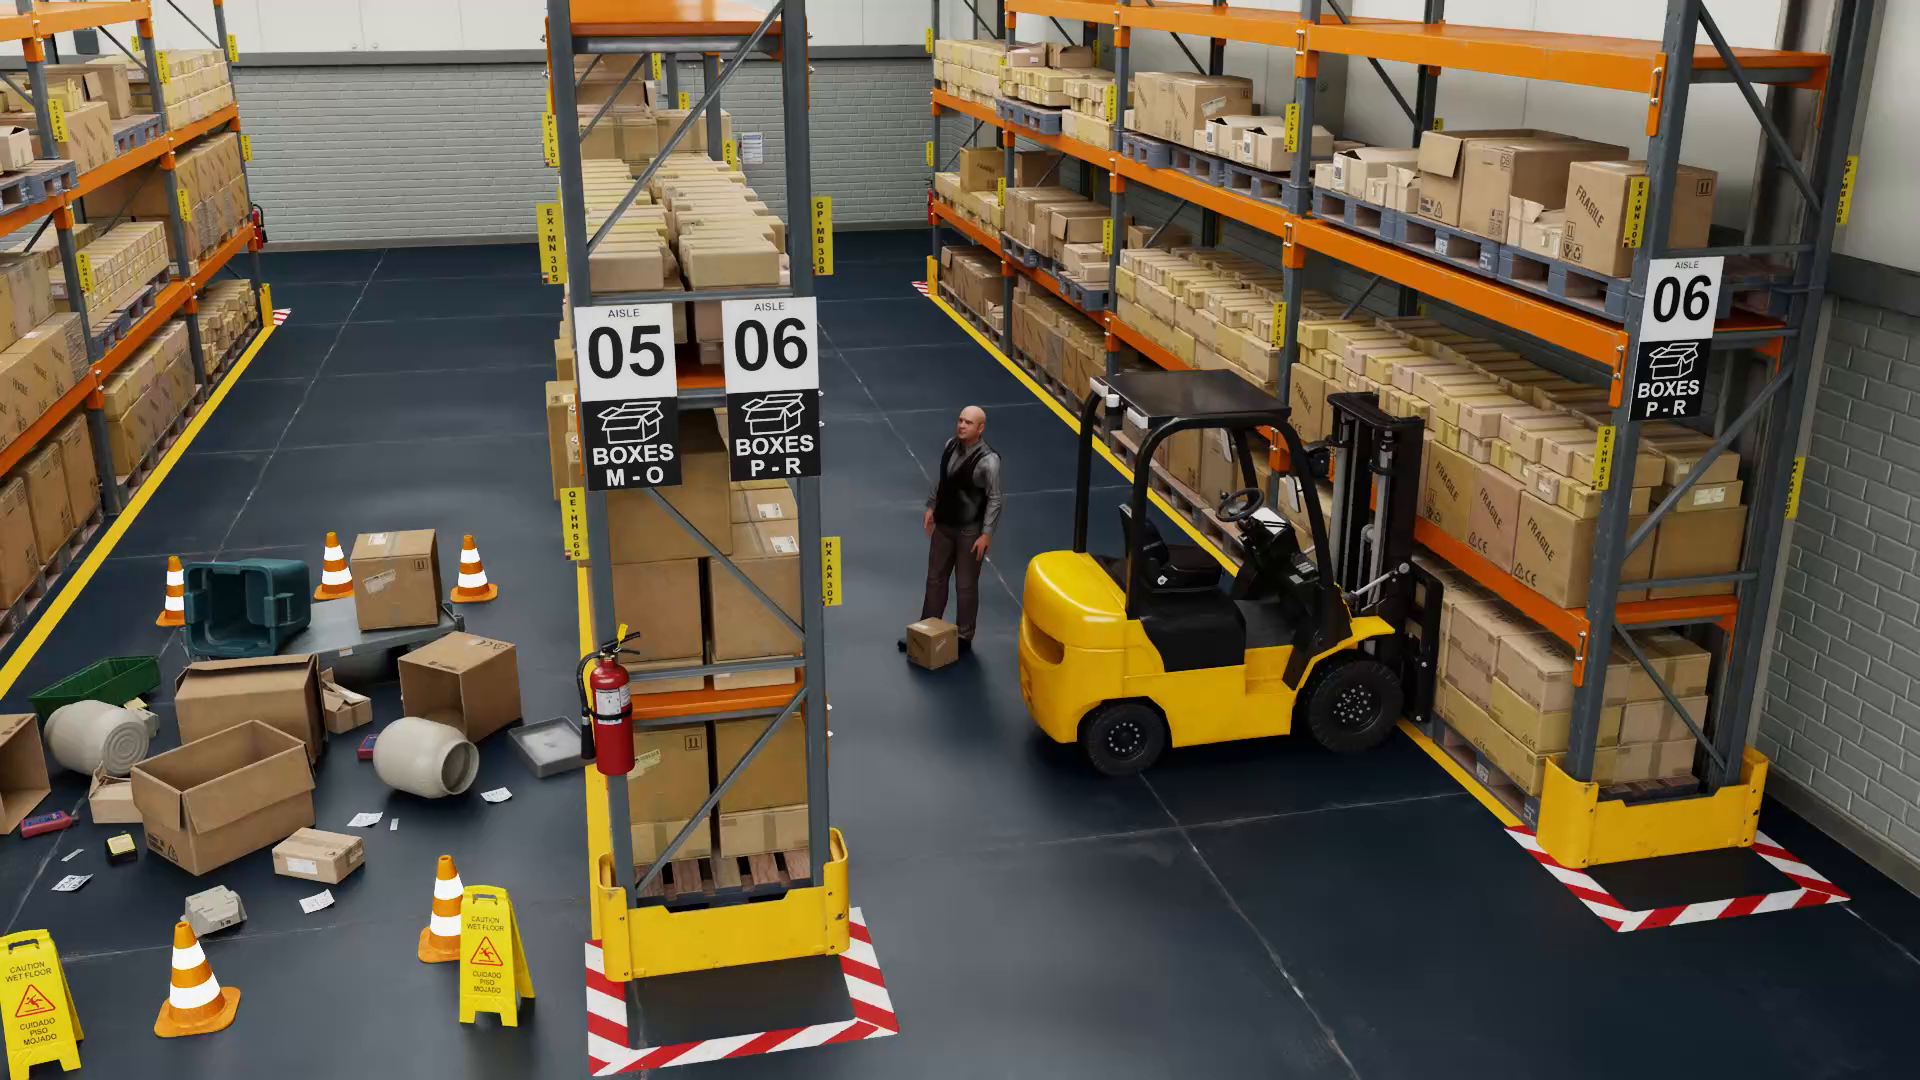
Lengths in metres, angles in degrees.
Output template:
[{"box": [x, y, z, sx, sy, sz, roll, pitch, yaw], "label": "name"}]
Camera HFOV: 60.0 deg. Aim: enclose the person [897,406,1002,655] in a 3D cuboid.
[{"box": [-0.041, -0.058, 11.243, 0.568, 1.720, 0.632, -17, 26, -39], "label": "person"}]
